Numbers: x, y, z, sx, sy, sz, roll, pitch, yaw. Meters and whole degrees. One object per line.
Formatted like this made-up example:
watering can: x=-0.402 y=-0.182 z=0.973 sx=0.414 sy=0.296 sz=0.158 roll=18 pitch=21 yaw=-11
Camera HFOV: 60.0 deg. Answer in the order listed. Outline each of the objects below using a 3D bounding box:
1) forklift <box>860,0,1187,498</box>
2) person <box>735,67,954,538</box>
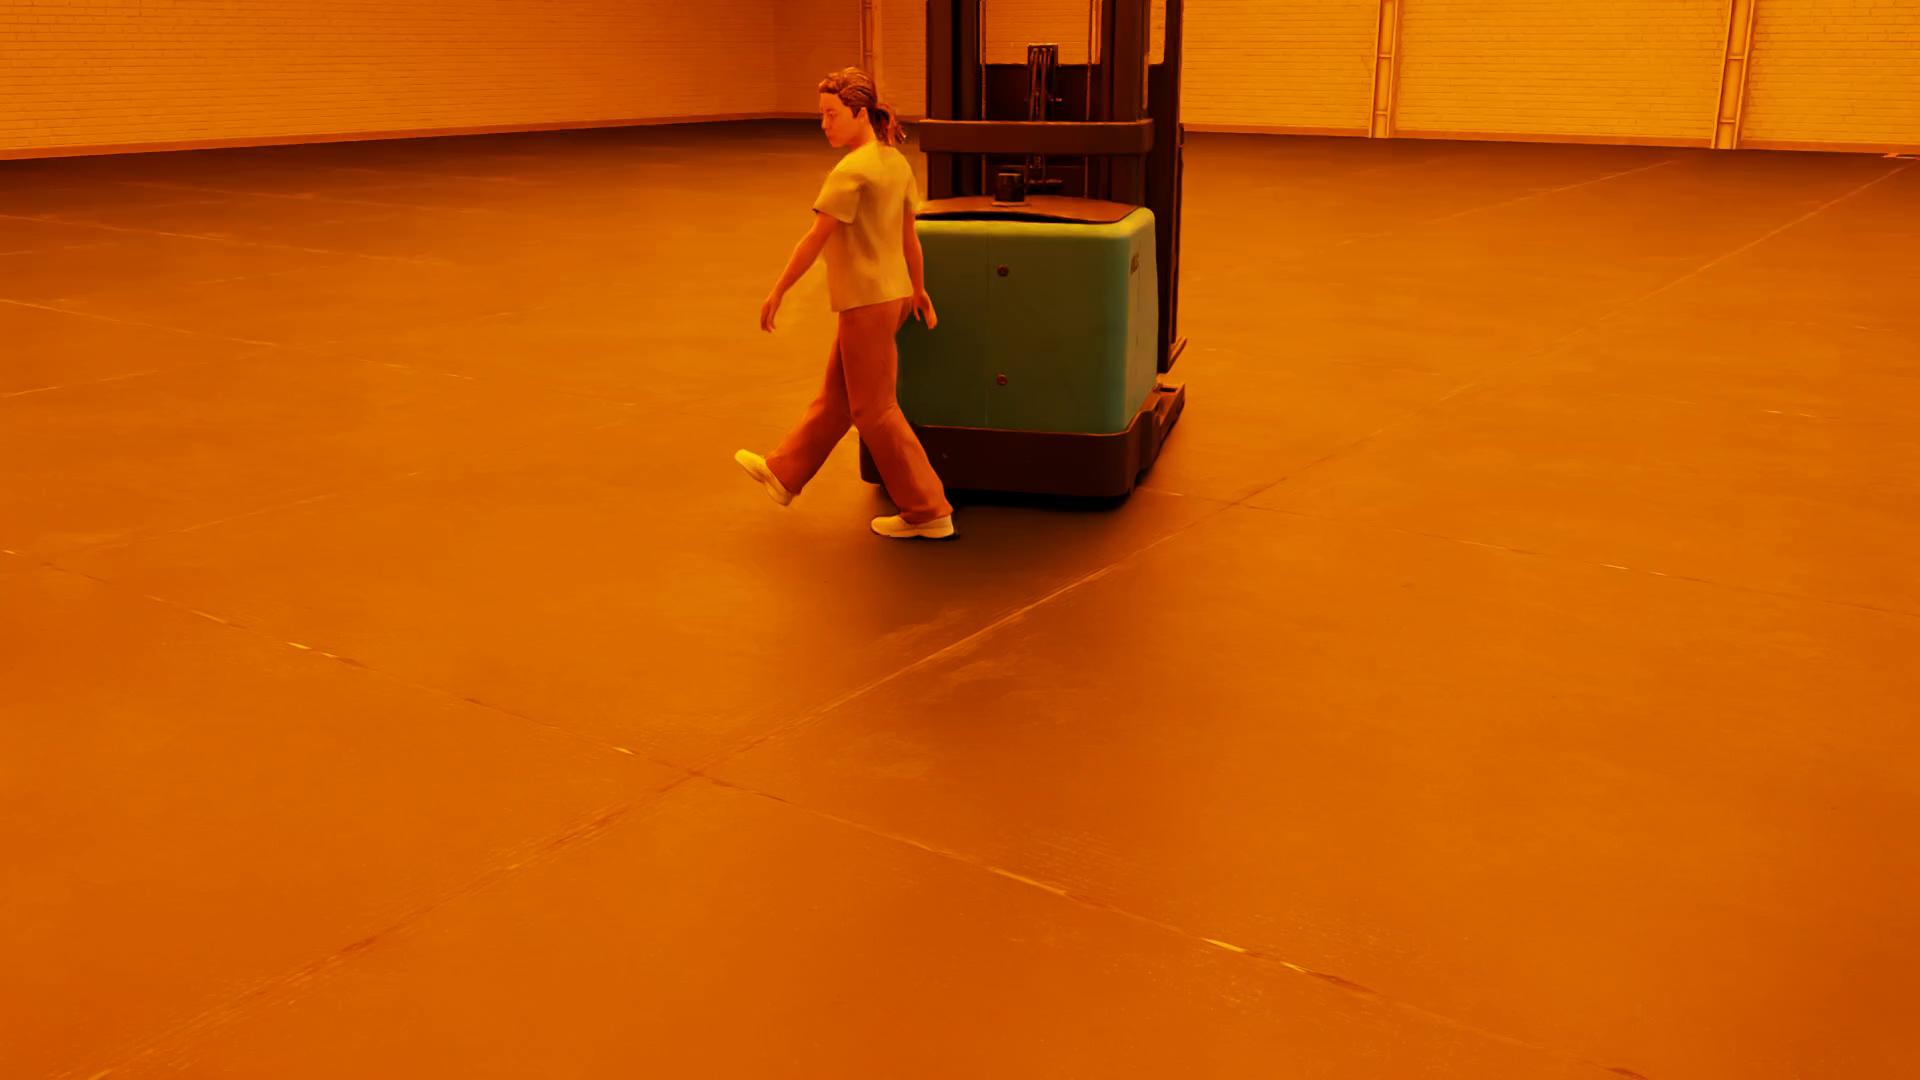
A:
forklift: x=0.451 y=-1.944 z=7.334 sx=1.130 sy=2.935 sz=3.031 roll=4 pitch=17 yaw=13
person: x=-0.434 y=-0.847 z=5.949 sx=0.926 sy=1.627 sz=0.641 roll=5 pitch=17 yaw=17
